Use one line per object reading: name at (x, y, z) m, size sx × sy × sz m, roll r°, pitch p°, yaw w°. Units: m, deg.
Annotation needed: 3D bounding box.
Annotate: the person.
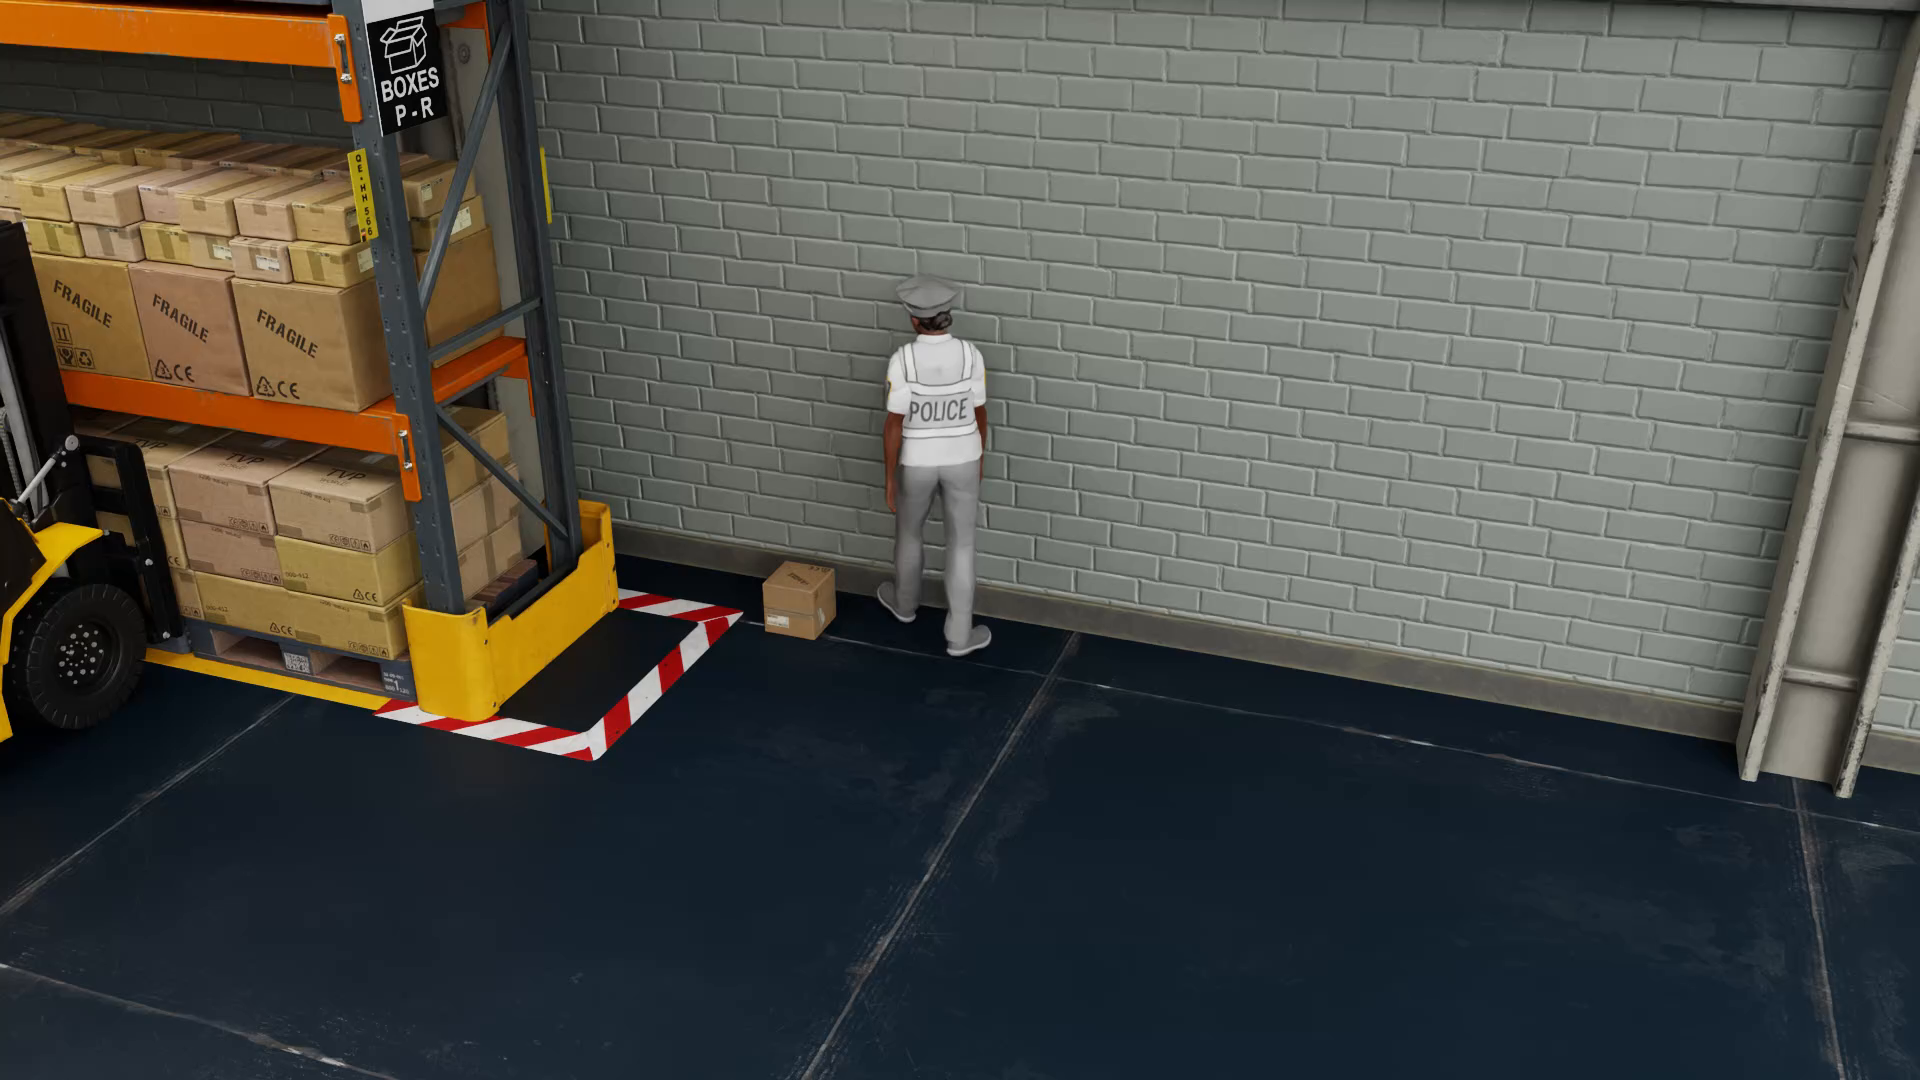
person at (-0.120, -0.338, 7.274) m, size 0.503 × 1.651 × 0.667 m, roll -2°, pitch 26°, yaw -4°
